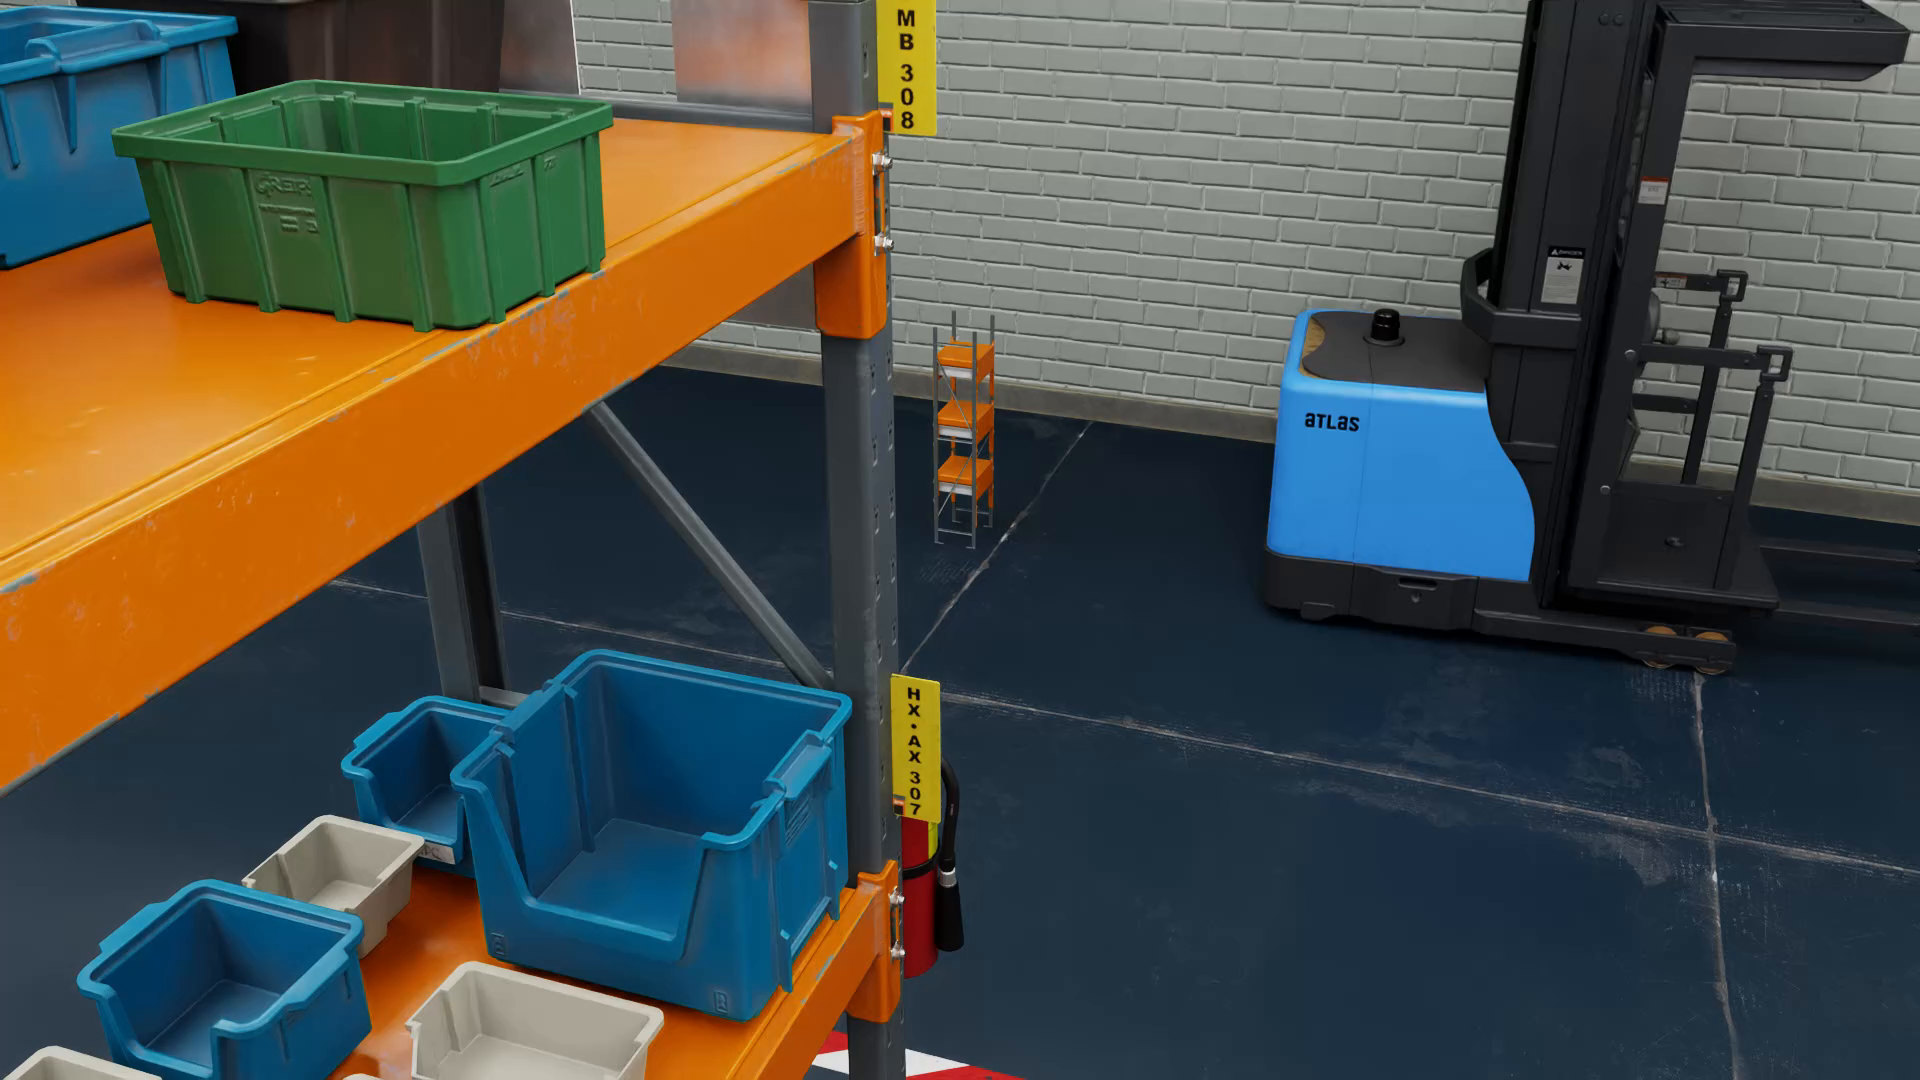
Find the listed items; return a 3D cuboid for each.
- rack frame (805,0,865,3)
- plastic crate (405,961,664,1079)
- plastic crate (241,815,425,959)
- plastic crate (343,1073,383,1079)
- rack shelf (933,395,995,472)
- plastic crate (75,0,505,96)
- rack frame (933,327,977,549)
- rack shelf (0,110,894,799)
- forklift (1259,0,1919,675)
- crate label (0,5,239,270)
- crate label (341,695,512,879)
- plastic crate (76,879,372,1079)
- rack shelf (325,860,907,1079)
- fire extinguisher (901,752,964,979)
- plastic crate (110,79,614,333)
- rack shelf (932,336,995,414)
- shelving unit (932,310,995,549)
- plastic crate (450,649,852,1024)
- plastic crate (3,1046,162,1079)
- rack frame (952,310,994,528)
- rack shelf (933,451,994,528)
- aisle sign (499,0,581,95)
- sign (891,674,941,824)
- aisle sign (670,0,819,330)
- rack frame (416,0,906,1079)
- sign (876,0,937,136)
[{"bbox_3d":[-0.610,-2.287,2.148,1.000,3.000,0.127,9,27,17],"label":"rack frame"},{"bbox_3d":[-0.711,0.866,2.753,0.396,0.136,0.243,9,27,17],"label":"plastic crate"},{"bbox_3d":[-1.188,0.678,3.141,0.250,0.136,0.298,9,27,17],"label":"plastic crate"},{"bbox_3d":[-0.821,0.983,2.511,0.396,0.136,0.243,9,27,17],"label":"plastic crate"},{"bbox_3d":[0.018,-0.485,7.571,0.215,0.259,0.240,9,27,17],"label":"rack shelf"},{"bbox_3d":[-1.001,-0.760,2.586,0.497,0.269,0.590,9,27,17],"label":"plastic crate"},{"bbox_3d":[-0.023,-0.444,7.463,0.200,1.050,0.008,9,27,17],"label":"rack frame"},{"bbox_3d":[-1.276,0.209,1.261,1.077,0.370,4.000,9,27,17],"label":"rack shelf"},{"bbox_3d":[2.850,-1.038,6.531,3.031,2.935,1.130,6,27,13],"label":"forklift"},{"bbox_3d":[-1.222,-0.538,2.147,0.408,0.251,0.502,9,27,17],"label":"crate label"},{"bbox_3d":[-1.003,0.515,3.367,0.416,0.233,0.303,9,27,17],"label":"crate label"},{"bbox_3d":[-1.222,0.786,2.809,0.416,0.233,0.300,9,27,17],"label":"plastic crate"},{"bbox_3d":[-1.276,1.559,1.914,1.077,0.370,4.000,9,27,17],"label":"rack shelf"},{"bbox_3d":[-0.132,0.620,3.545,0.296,0.674,0.183,9,27,17],"label":"fire extinguisher"},{"bbox_3d":[-0.669,-0.395,1.925,0.450,0.188,0.336,9,27,17],"label":"plastic crate"},{"bbox_3d":[0.018,-0.740,7.448,0.215,0.259,0.240,9,27,17],"label":"rack shelf"},{"bbox_3d":[0.018,-0.495,7.567,0.215,1.050,0.252,9,27,17],"label":"shelving unit"},{"bbox_3d":[-0.546,0.535,3.094,0.616,0.435,0.499,9,27,17],"label":"plastic crate"},{"bbox_3d":[-1.414,0.957,2.565,0.250,0.136,0.298,9,27,17],"label":"plastic crate"},{"bbox_3d":[0.058,-0.545,7.670,0.200,1.050,0.008,9,27,17],"label":"rack frame"},{"bbox_3d":[0.018,-0.235,7.692,0.215,0.259,0.240,9,27,17],"label":"rack shelf"},{"bbox_3d":[-0.867,-0.830,3.038,0.394,0.787,0.004,9,27,17],"label":"aisle sign"},{"bbox_3d":[-0.086,0.413,3.268,0.100,0.325,0.005,9,27,17],"label":"sign"},{"bbox_3d":[-0.310,-0.744,2.862,0.394,0.787,0.004,9,27,17],"label":"aisle sign"},{"bbox_3d":[-0.610,0.413,3.455,1.000,3.000,0.127,9,27,17],"label":"rack frame"},{"bbox_3d":[-0.086,-0.817,2.673,0.100,0.325,0.005,9,27,17],"label":"sign"}]
